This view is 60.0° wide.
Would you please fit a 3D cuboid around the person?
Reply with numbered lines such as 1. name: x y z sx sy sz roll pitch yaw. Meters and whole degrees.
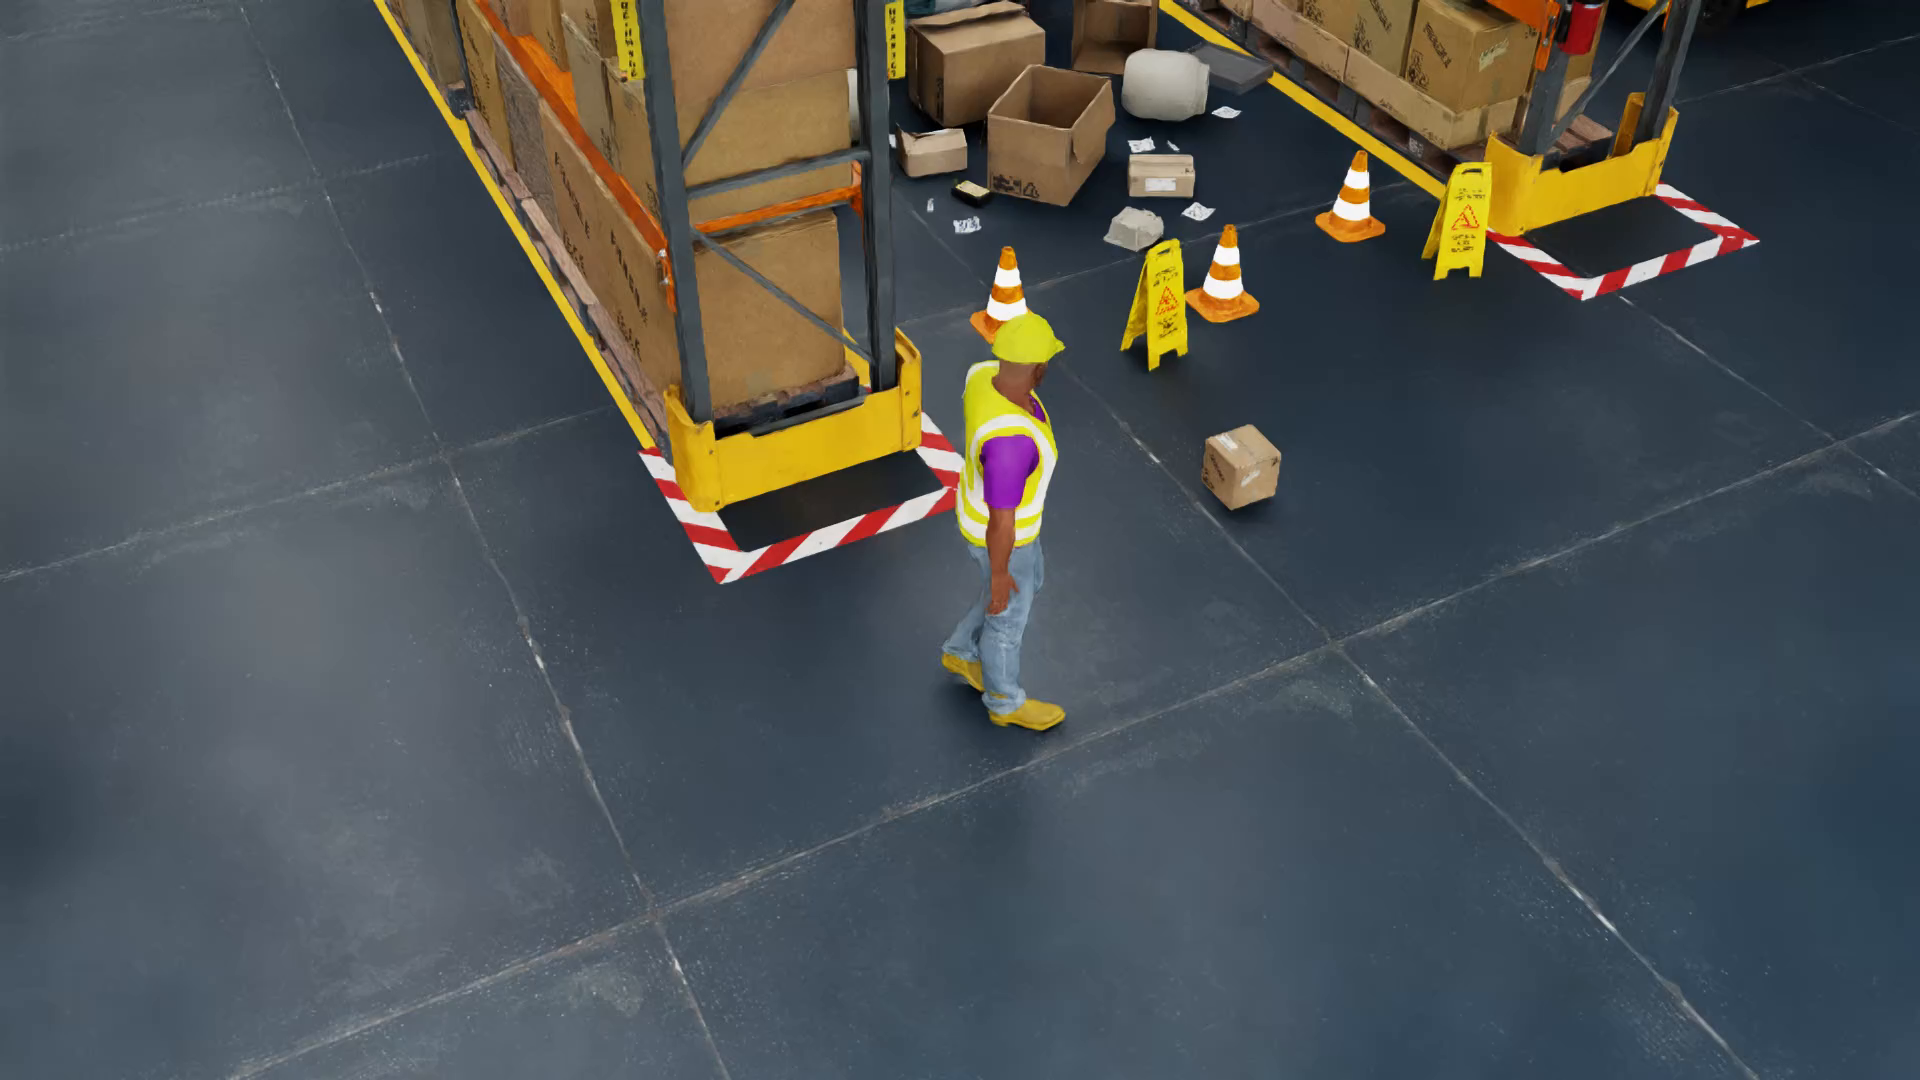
1. person: 0.167 -0.060 6.210 0.480 1.765 0.651 -2 41 -3
